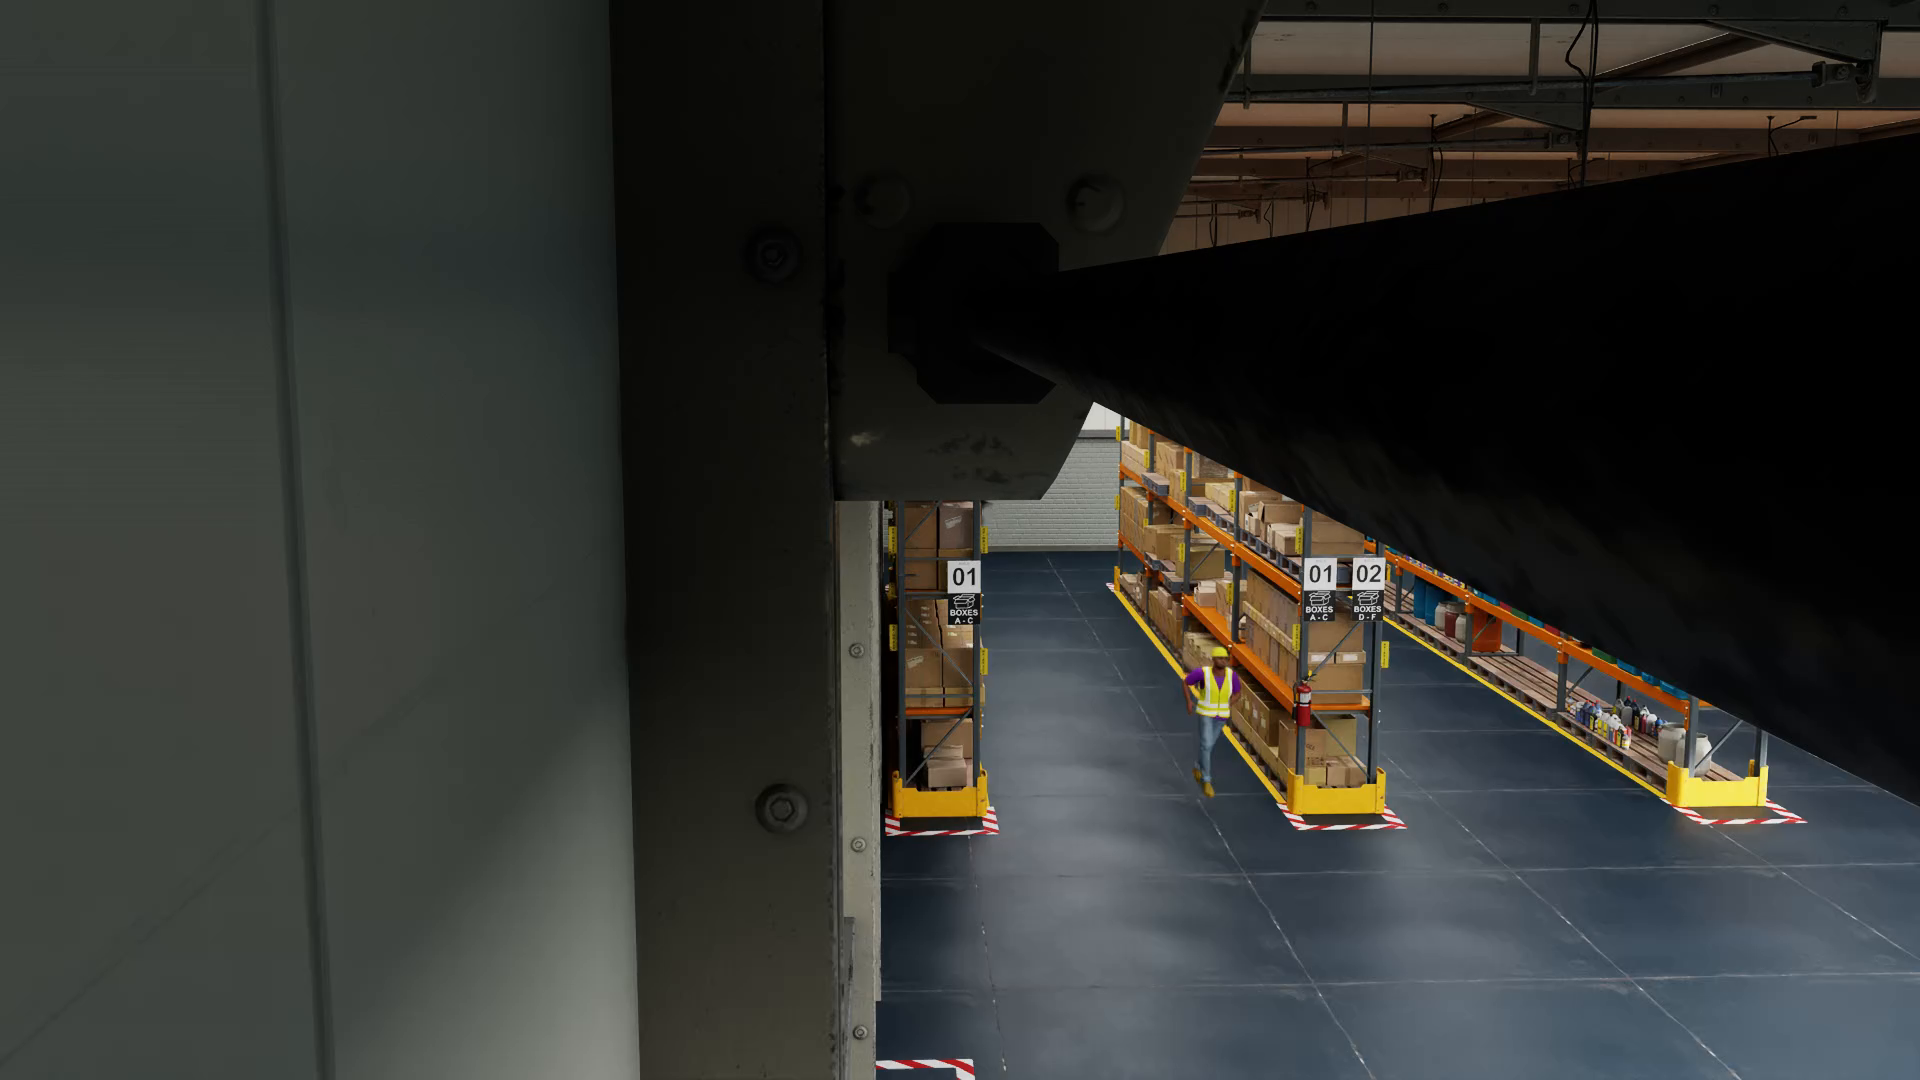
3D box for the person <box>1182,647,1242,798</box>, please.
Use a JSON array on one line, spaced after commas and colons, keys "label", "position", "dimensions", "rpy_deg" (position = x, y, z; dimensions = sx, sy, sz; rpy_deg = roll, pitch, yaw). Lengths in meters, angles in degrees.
[{"label": "person", "position": [3.181, 2.207, 20.686], "dimensions": [0.719, 1.784, 0.853], "rpy_deg": [-2, 9, -15]}]
